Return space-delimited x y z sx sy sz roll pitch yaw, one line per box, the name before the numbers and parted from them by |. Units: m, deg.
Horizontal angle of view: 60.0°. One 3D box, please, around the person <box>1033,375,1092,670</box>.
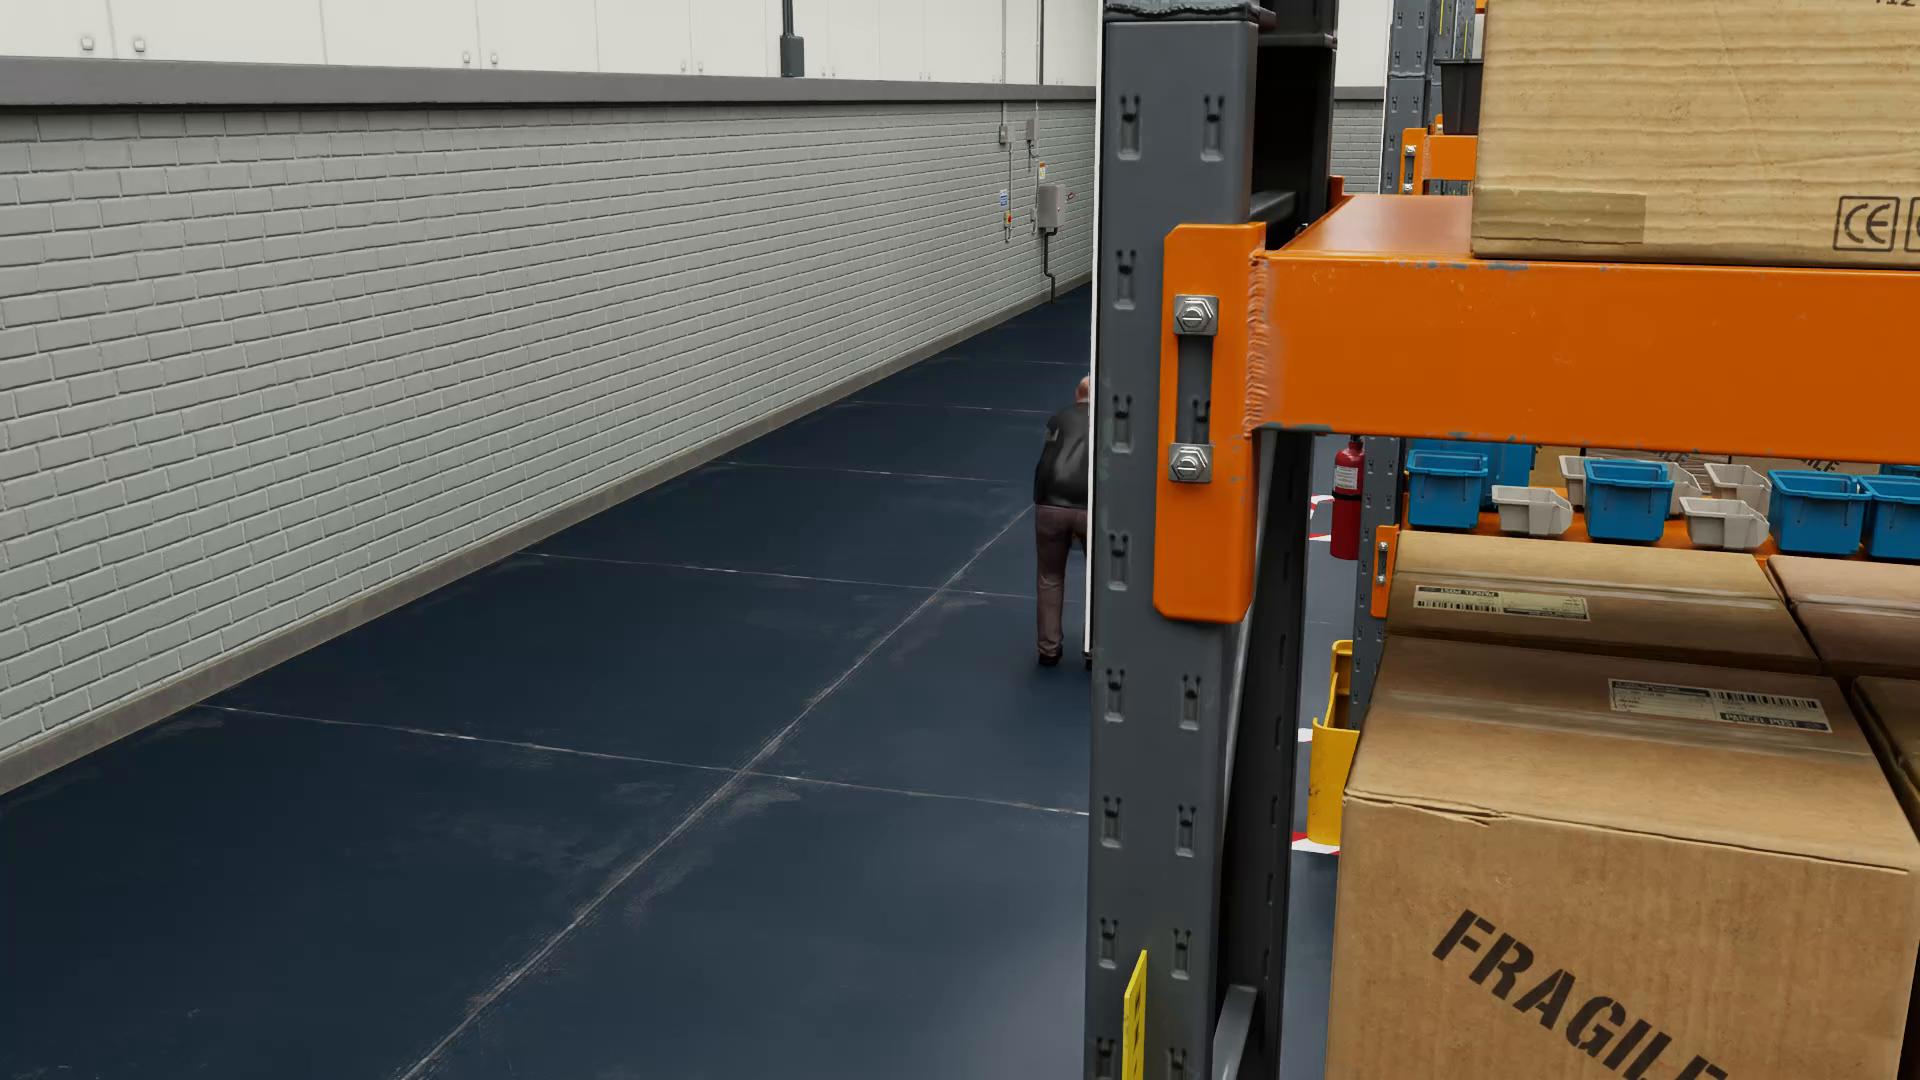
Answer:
person | 0.650 -0.106 8.929 0.466 1.487 0.799 4 15 15
